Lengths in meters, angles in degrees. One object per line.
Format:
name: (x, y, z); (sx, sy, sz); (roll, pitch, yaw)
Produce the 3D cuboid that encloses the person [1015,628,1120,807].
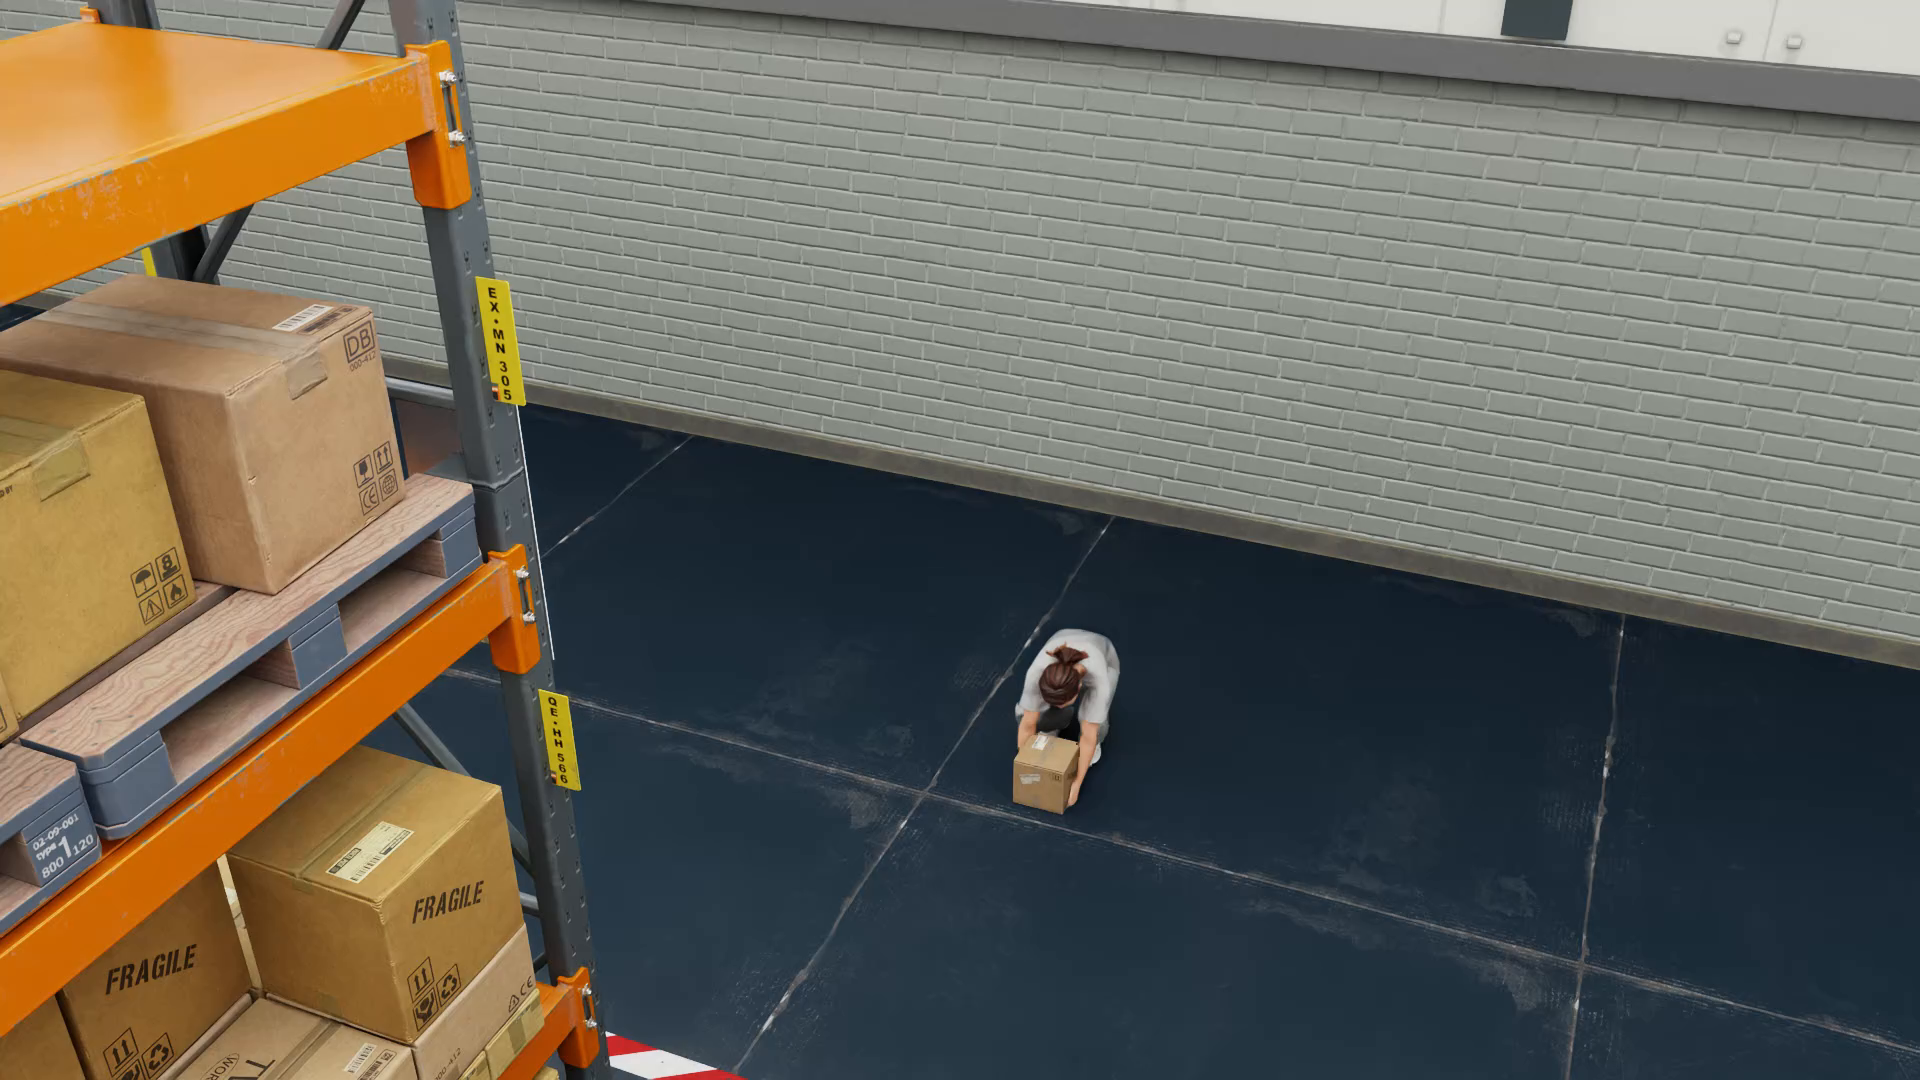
person: (0.527, 0.766, 8.032); (0.470, 0.803, 0.819); (11, 32, 19)
